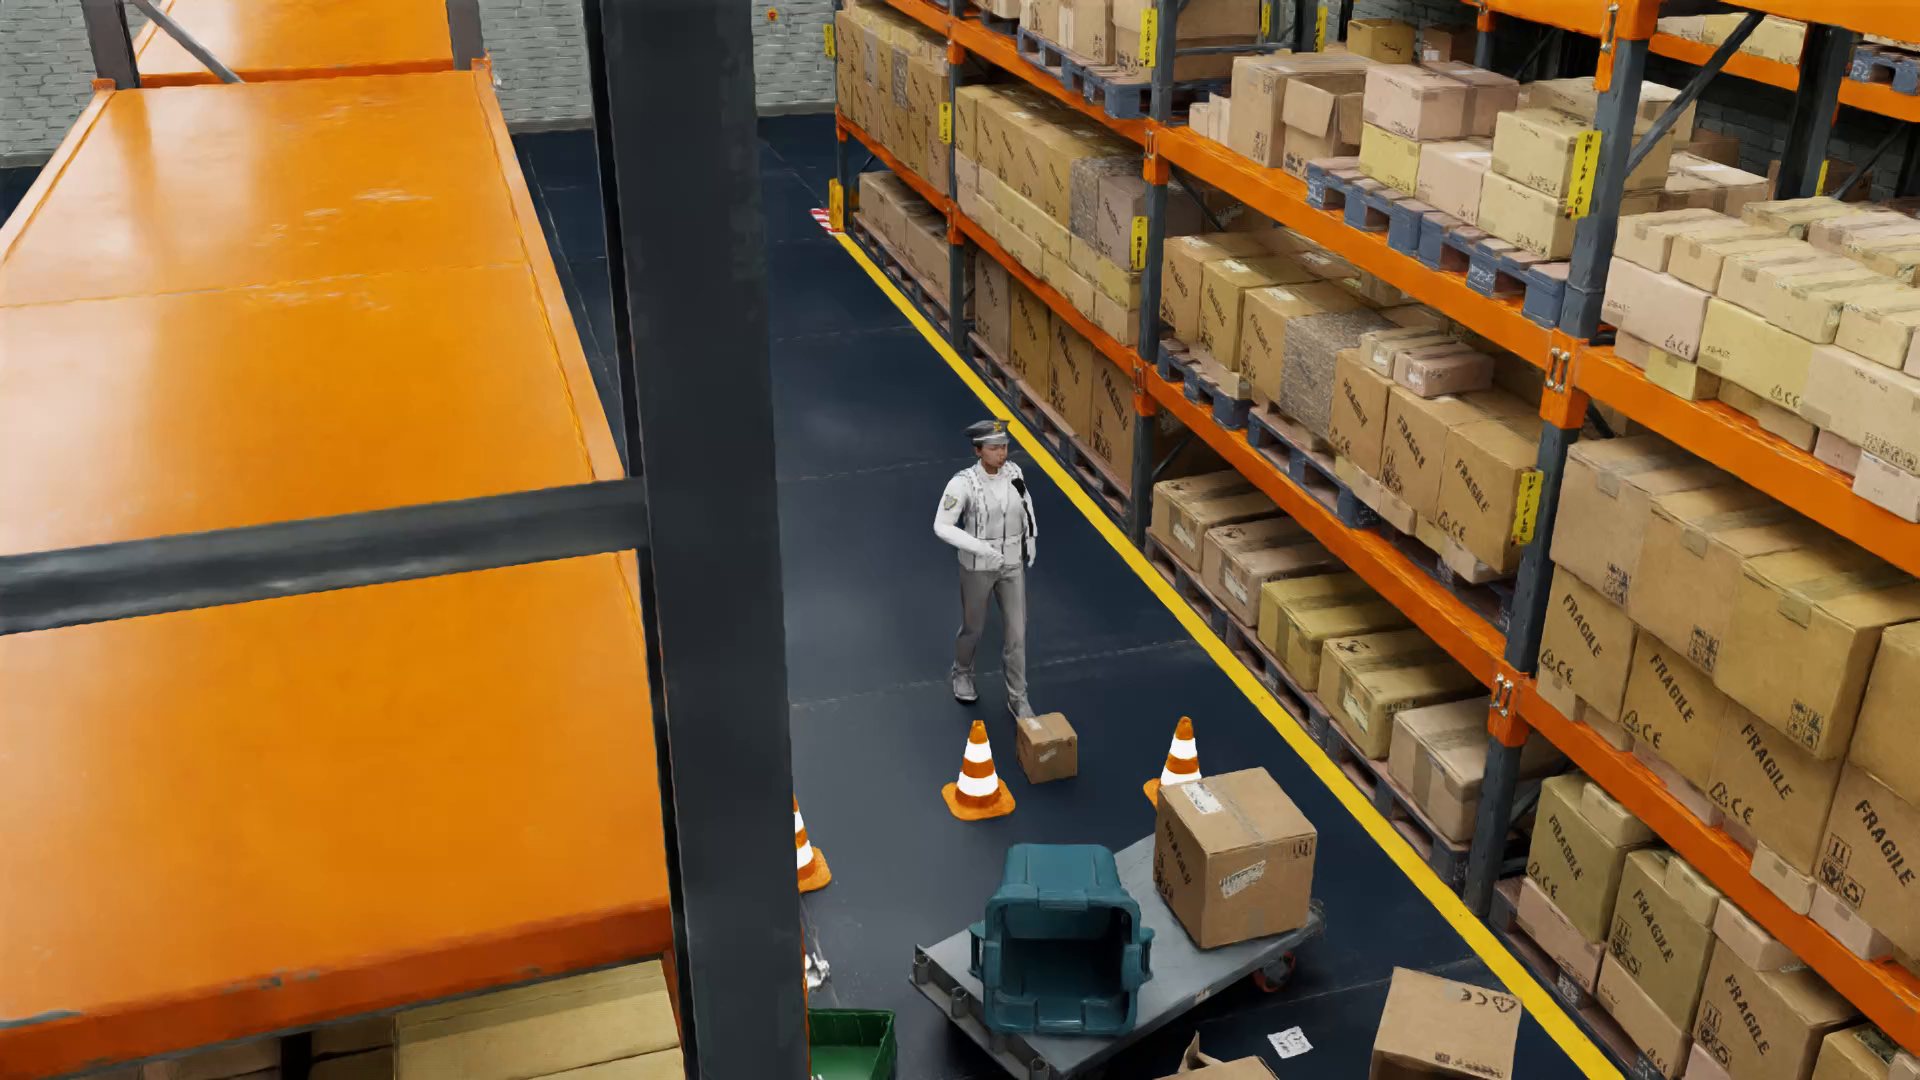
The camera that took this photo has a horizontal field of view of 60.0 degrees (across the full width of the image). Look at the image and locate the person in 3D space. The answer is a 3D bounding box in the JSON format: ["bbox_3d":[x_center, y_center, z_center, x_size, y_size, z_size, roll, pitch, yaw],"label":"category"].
[{"bbox_3d":[0.221,0.172,8.958,0.662,1.692,0.710,-13,29,-24],"label":"person"}]
